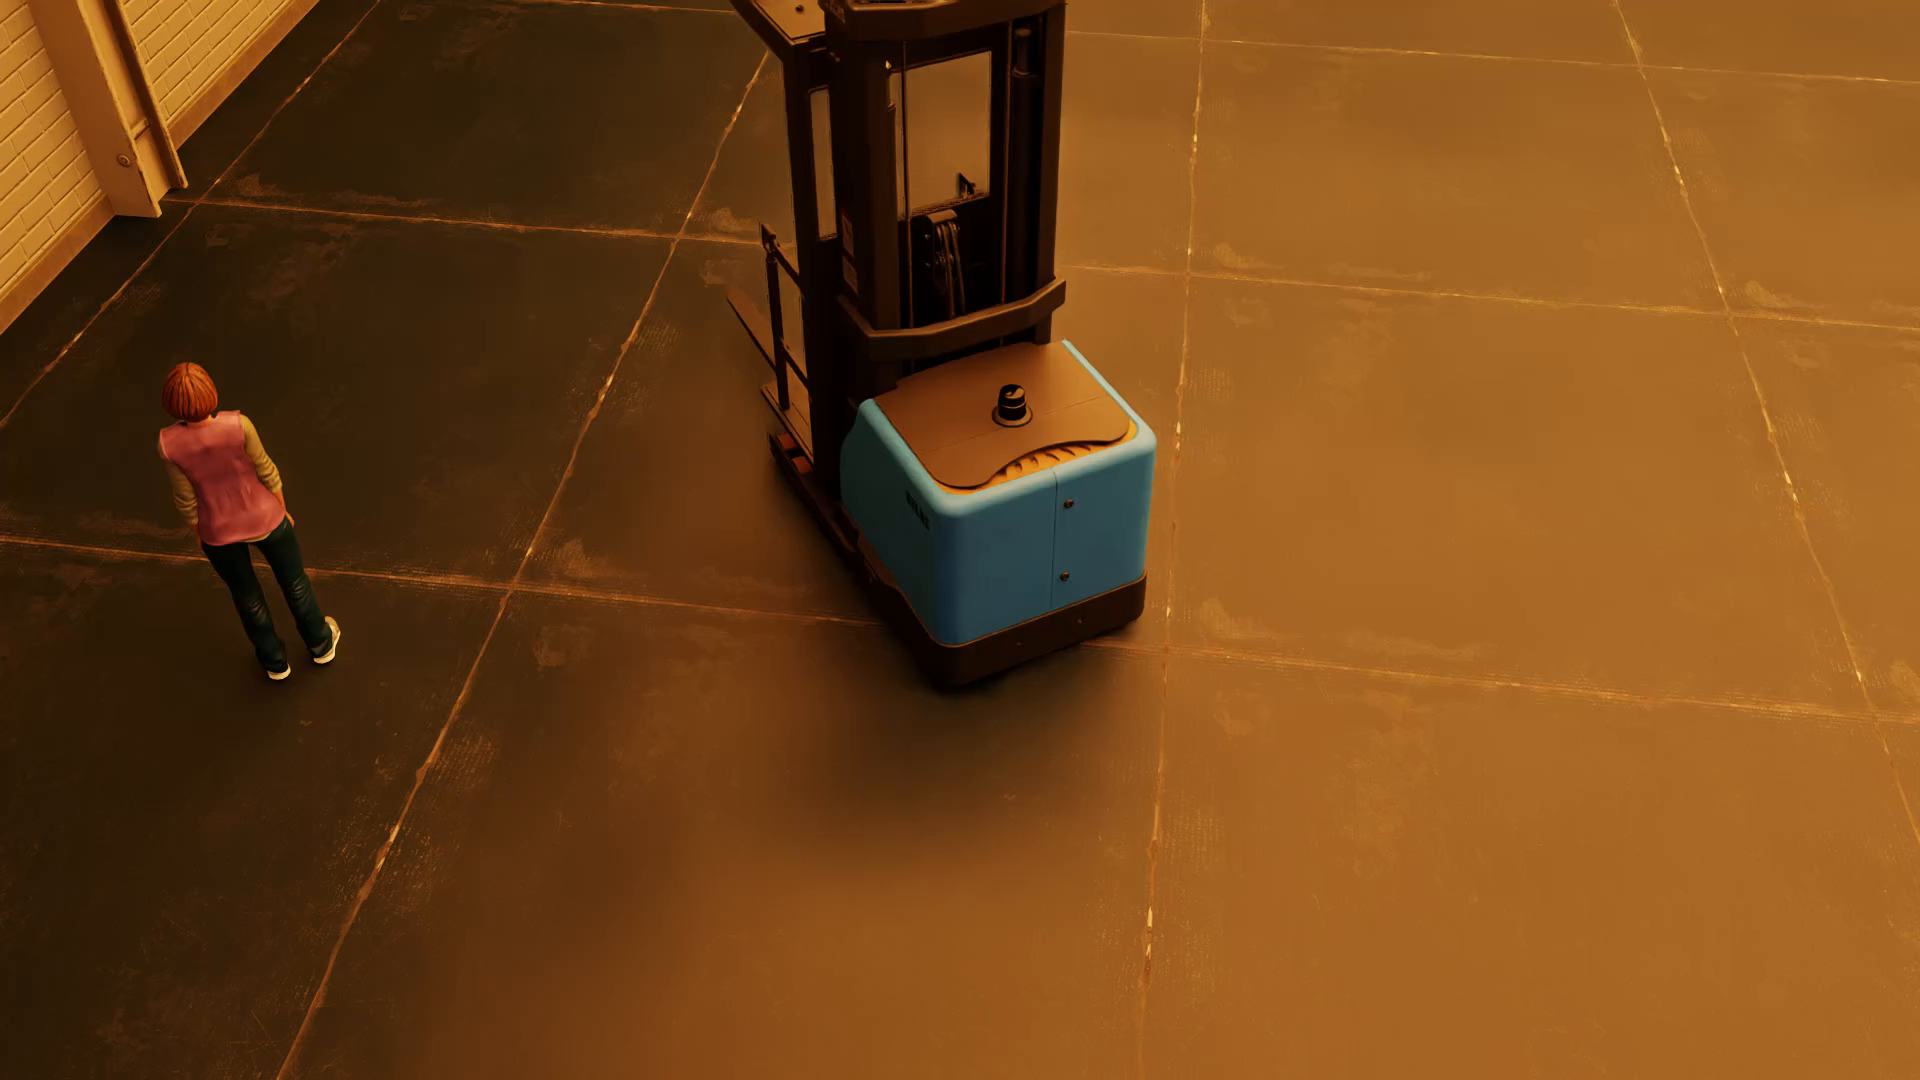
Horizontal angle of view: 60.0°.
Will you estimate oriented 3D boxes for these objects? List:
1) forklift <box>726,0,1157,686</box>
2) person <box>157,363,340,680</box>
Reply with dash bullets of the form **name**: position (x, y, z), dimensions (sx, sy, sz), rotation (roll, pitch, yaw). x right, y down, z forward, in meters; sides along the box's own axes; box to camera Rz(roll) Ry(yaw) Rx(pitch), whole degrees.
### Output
- **forklift**: position (-0.290, -1.452, 7.305), dimensions (1.130, 2.935, 3.031), rotation (-19, 46, -19)
- **person**: position (-2.923, -0.066, 6.781), dimensions (0.409, 1.602, 0.326), rotation (-17, 45, -18)
